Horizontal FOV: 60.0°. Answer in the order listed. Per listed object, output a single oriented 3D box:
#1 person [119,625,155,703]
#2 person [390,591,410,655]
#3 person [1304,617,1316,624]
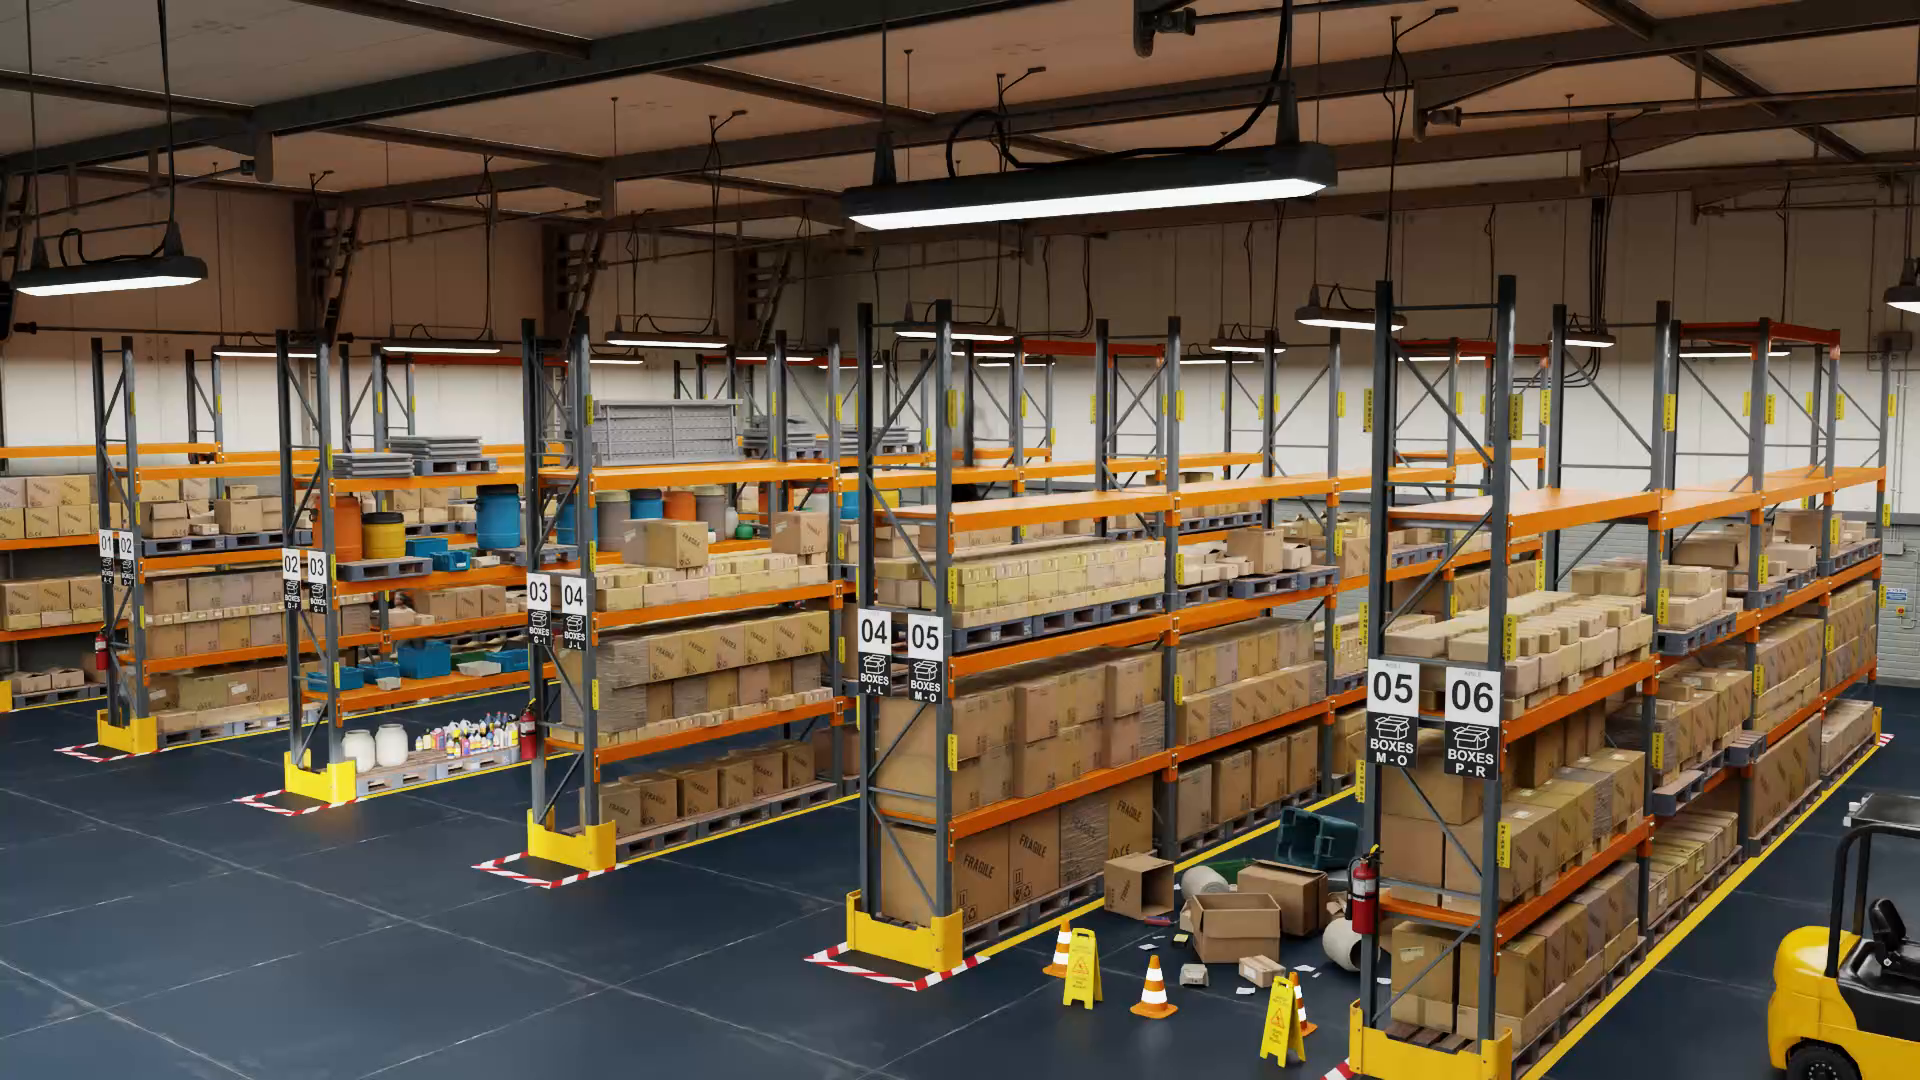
[{"bbox_3d":[-12.923,2.079,26.081,0.588,1.634,0.574,4,6,37],"label":"person"},{"bbox_3d":[-10.107,1.738,30.022,0.629,1.644,0.543,3,6,32],"label":"person"},{"bbox_3d":[5.442,2.059,25.792,0.706,1.763,0.747,5,7,43],"label":"person"}]
